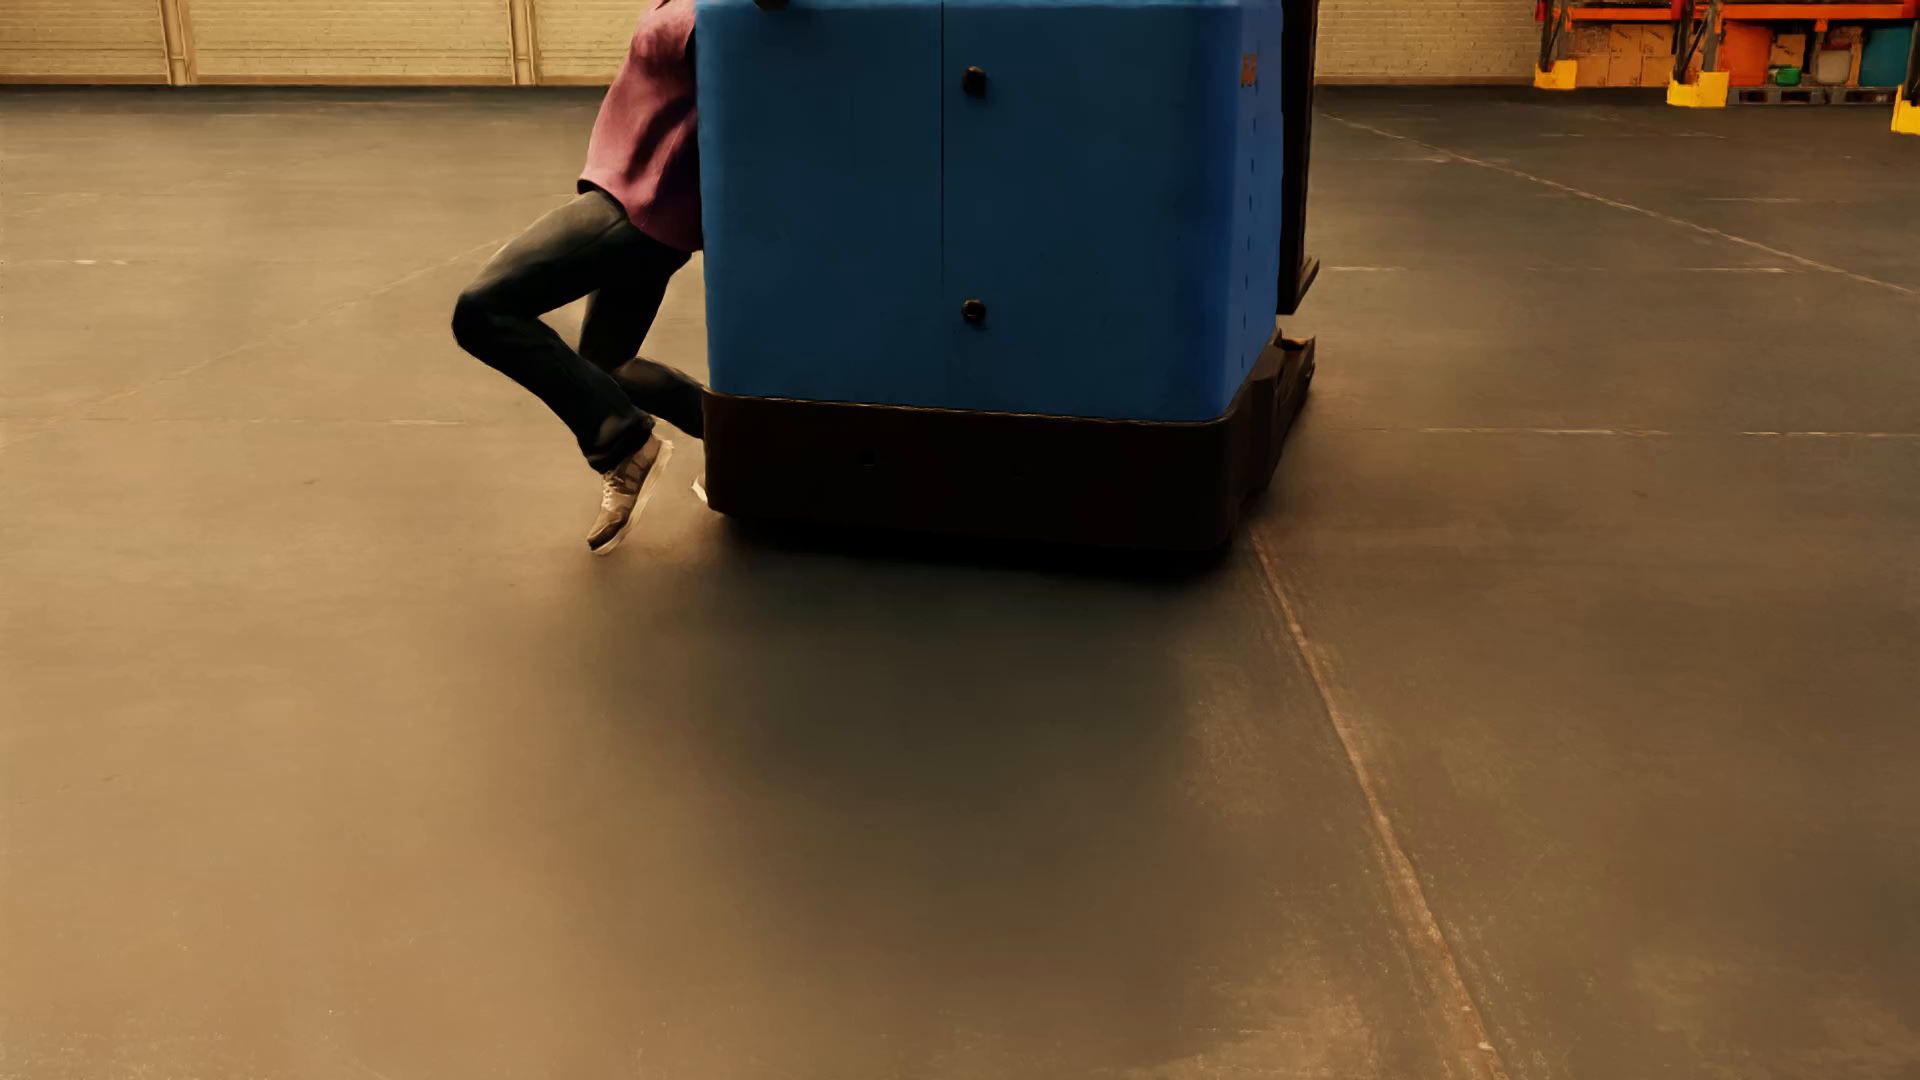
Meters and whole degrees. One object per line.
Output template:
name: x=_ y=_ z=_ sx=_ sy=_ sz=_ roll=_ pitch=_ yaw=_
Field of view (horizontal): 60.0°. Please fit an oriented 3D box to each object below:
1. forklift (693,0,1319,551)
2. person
forklift: x=0.380 y=-1.776 z=4.150 sx=1.130 sy=2.935 sz=3.031 roll=5 pitch=18 yaw=15
person: x=-0.593 y=-0.695 z=3.095 sx=0.728 sy=1.508 sz=0.939 roll=-1 pitch=17 yaw=-5
